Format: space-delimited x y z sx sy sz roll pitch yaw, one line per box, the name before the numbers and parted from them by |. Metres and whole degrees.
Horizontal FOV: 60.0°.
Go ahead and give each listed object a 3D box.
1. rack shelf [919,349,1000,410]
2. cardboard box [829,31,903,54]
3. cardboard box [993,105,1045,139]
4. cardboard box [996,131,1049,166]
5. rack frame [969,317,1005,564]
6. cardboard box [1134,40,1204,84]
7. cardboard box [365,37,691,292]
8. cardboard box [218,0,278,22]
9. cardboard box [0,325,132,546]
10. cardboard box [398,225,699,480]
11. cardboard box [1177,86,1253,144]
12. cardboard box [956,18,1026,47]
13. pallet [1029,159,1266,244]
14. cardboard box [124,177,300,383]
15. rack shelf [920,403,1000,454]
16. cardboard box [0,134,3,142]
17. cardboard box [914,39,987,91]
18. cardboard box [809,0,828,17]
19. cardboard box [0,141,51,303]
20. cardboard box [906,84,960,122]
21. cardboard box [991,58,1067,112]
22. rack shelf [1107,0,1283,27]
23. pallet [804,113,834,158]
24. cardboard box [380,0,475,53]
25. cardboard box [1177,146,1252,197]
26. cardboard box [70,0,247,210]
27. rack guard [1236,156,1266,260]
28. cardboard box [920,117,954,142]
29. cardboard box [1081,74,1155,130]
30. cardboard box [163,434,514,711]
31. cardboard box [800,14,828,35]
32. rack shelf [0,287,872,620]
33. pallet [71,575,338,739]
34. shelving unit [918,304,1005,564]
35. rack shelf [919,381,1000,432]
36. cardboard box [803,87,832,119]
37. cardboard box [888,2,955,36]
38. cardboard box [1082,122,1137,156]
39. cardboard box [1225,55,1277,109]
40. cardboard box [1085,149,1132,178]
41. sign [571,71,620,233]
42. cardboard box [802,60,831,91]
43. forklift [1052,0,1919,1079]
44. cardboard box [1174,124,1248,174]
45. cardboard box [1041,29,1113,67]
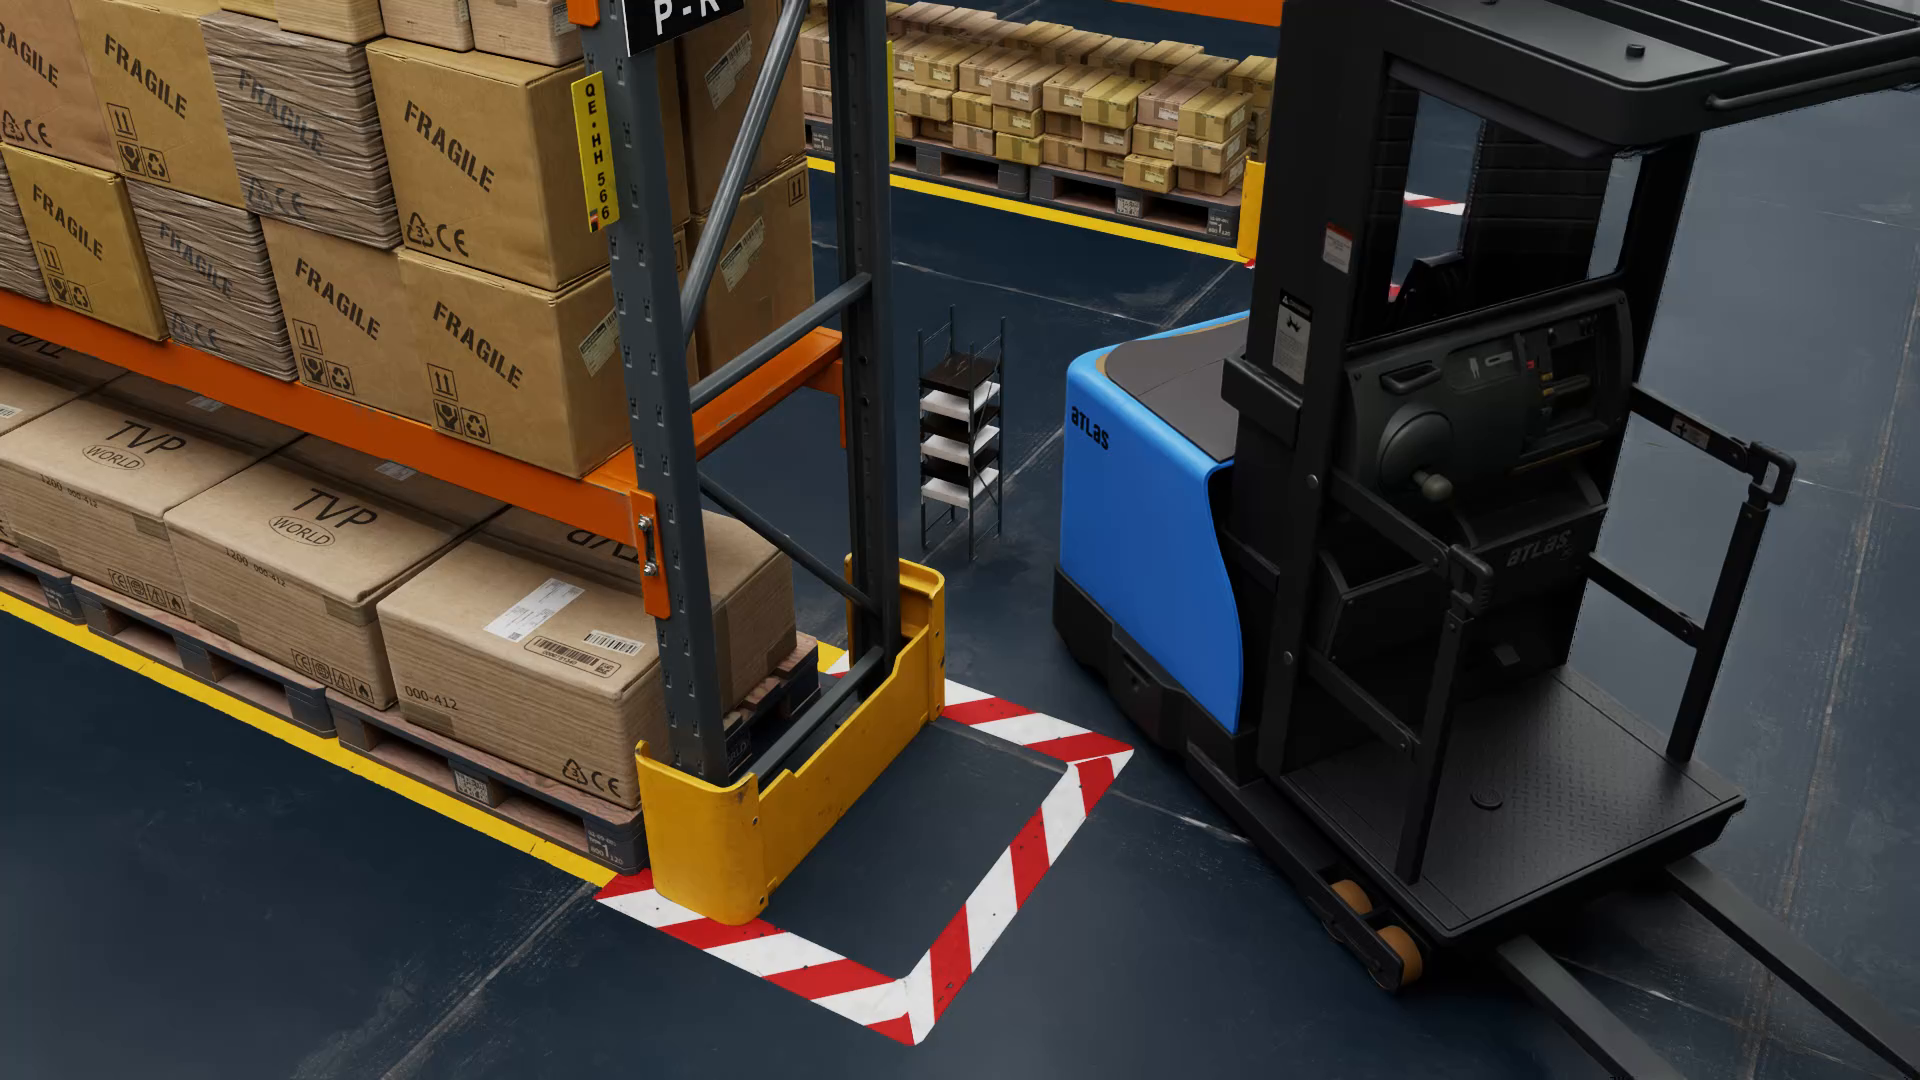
rack shelf | 0.007 -0.569 5.866 0.200 0.077 0.258 18 37 24
cardboard box | -0.521 -2.725 9.292 0.250 0.149 0.380 18 38 25
cardboard box | 0.376 -2.302 8.925 0.250 0.149 0.380 18 38 25
cardboard box | 0.390 -2.174 9.002 0.250 0.149 0.380 16 37 22
rack frame | 0.095 -0.344 5.955 0.006 0.900 0.240 18 37 24
cardboard box | 1.143 -2.596 9.099 0.250 0.149 0.380 17 37 24
cardboard box | -1.022 -0.970 4.007 0.500 0.500 0.500 19 38 26
cardboard box | -1.592 -1.402 4.071 0.250 0.149 0.380 18 38 25
cardboard box | -3.466 -0.478 6.194 0.875 0.438 0.875 17 37 24
cardboard box | -1.035 -0.541 4.266 0.500 0.500 0.500 18 38 25
cardboard box | 1.298 -2.163 8.449 0.250 0.149 0.380 18 38 25
cardboard box | 0.179 -2.823 9.439 0.250 0.149 0.380 18 38 25
pallet | 1.130 -2.004 9.070 1.213 0.211 1.003 18 37 24
cardboard box | -1.915 -0.823 4.689 0.500 0.500 0.500 19 38 26
rack shelf | 0.007 -0.419 5.966 0.200 0.077 0.258 18 37 24
cardboard box | -2.790 -1.516 4.828 0.500 0.500 0.500 18 38 25
cardboard box | -0.049 -2.603 9.109 0.250 0.149 0.380 18 38 25
cardboard box | -0.690 -3.151 9.932 0.250 0.149 0.380 17 37 24
cardboard box | -2.817 -1.100 5.106 0.500 0.500 0.500 18 38 25
cardboard box | -0.091 -2.444 9.138 0.250 0.149 0.380 18 38 25
cardboard box | 0.366 -2.419 8.832 0.250 0.149 0.380 19 38 26
rack shelf | 0.147 -3.154 8.930 4.000 0.370 1.077 18 37 24
pallet | -0.989 -2.675 10.077 1.213 0.211 1.003 18 37 24
cardboard box | -1.128 -1.282 3.892 0.250 0.149 0.380 18 38 25
cardboard box | 1.323 -1.936 8.645 0.250 0.149 0.380 18 38 25
cardboard box | -1.918 -1.237 4.409 0.500 0.500 0.500 17 37 24
rack guard | 1.818 -1.884 8.628 0.348 0.500 1.175 18 37 24
cardboard box | -0.020 -2.364 9.288 0.250 0.149 0.380 19 38 26
cardboard box | 0.821 -2.270 8.609 0.250 0.149 0.380 17 37 23
cardboard box | -1.906 0.017 5.451 0.875 0.438 0.875 19 38 26
cardboard box | -0.939 -2.895 9.548 0.250 0.149 0.380 17 37 24
rack shelf | -2.221 -0.744 5.311 4.000 0.370 1.077 18 37 24
pallet | -2.273 0.149 5.837 1.213 0.211 1.003 18 37 24
shelving unit | 0.007 -0.372 5.997 0.210 0.900 0.258 18 37 24
rack shelf | 0.007 -0.494 5.916 0.200 0.077 0.258 18 37 24
cardboard box | -0.715 -2.575 9.604 0.250 0.149 0.380 17 37 23
cardboard box | -0.223 -3.012 9.723 0.250 0.149 0.380 16 37 22
cardboard box | 0.832 -2.166 8.721 0.250 0.149 0.380 16 37 23
cardboard box | 1.597 -2.447 8.875 0.250 0.149 0.380 16 37 22
cardboard box | 0.863 -2.072 8.849 0.250 0.149 0.380 17 37 24
sign | -0.766 -0.817 3.512 0.005 0.325 0.100 18 37 24
cardboard box | -0.707 -2.710 9.539 0.250 0.149 0.380 16 37 22
forklift | 1.459 -0.308 4.068 1.130 2.935 3.031 -17 37 -23
cardboard box | 1.284 -2.023 8.507 0.250 0.149 0.380 17 37 23
cardboard box | 0.651 -2.705 9.263 0.250 0.149 0.380 19 38 26
